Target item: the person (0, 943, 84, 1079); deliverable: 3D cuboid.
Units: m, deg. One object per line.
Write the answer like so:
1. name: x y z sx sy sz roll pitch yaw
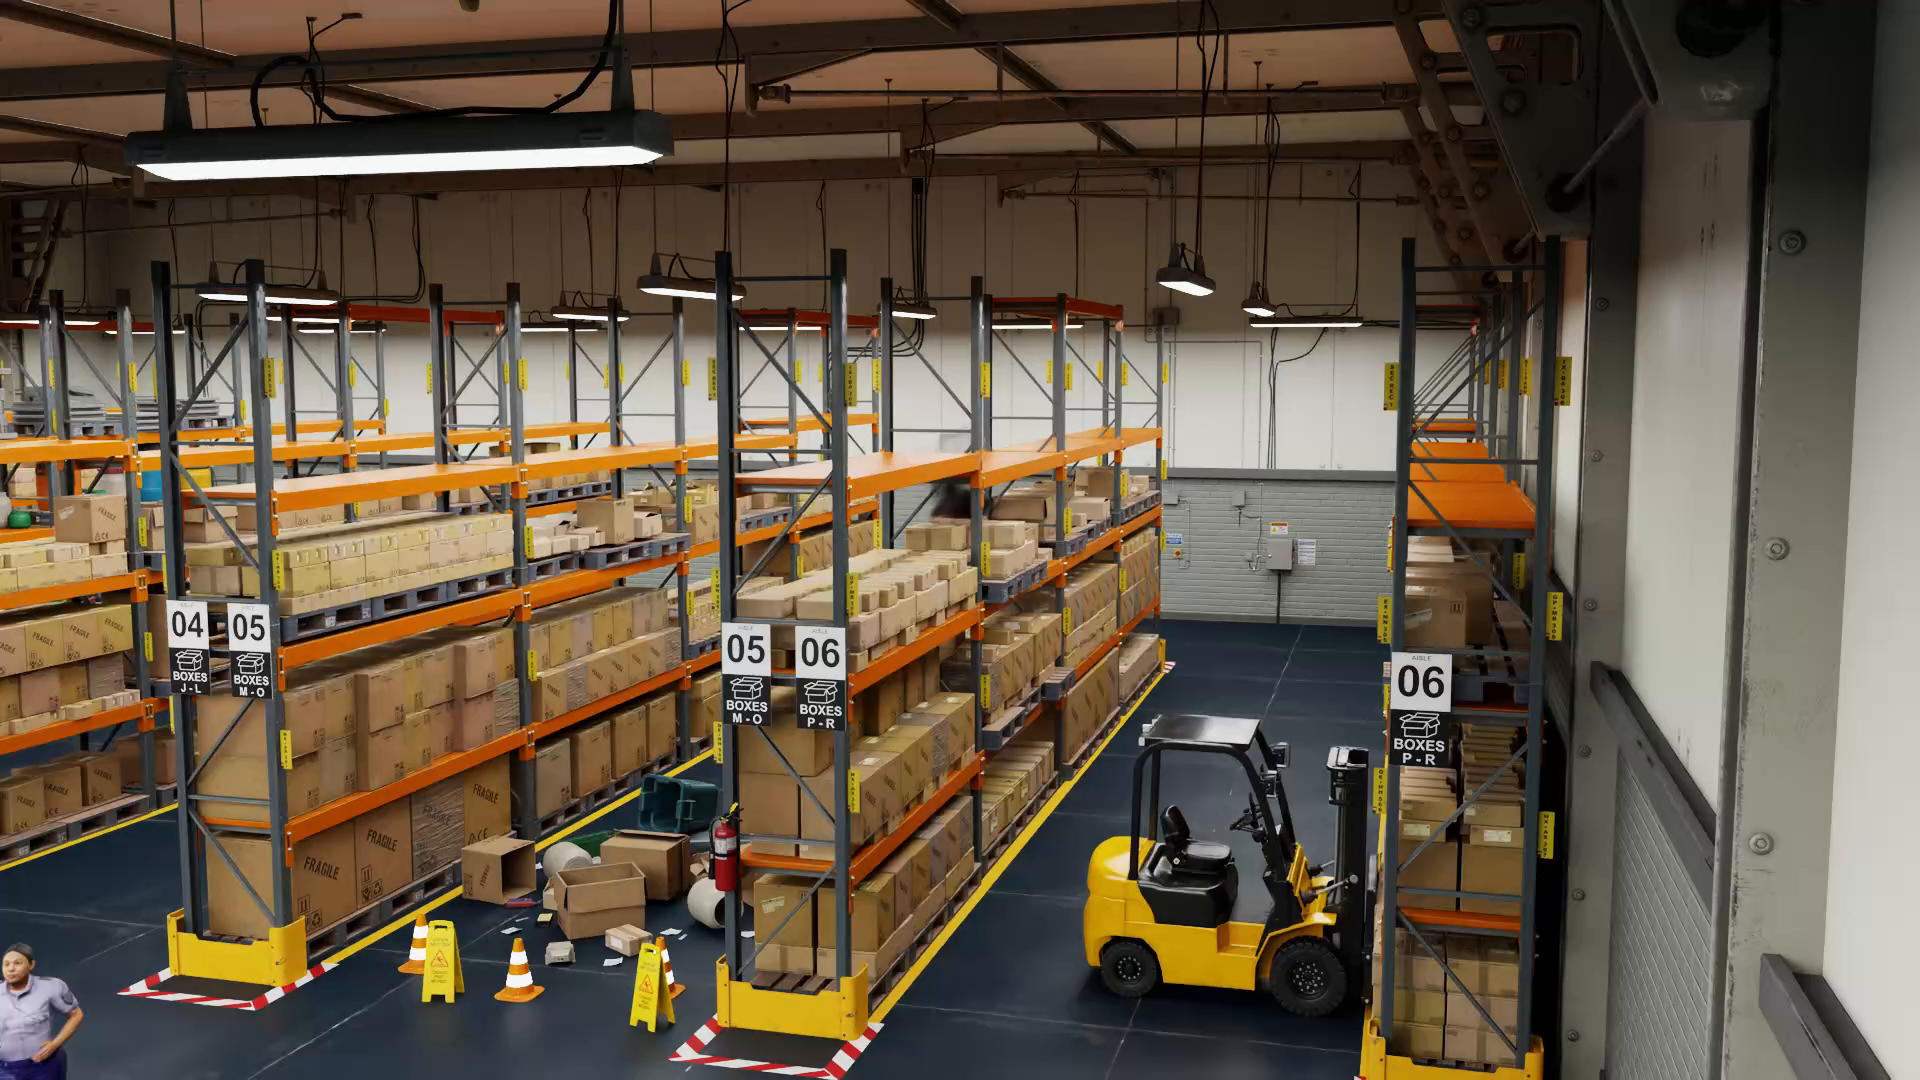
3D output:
1. person: -5.745 3.290 10.298 0.601 1.638 0.776 -2 6 -18
